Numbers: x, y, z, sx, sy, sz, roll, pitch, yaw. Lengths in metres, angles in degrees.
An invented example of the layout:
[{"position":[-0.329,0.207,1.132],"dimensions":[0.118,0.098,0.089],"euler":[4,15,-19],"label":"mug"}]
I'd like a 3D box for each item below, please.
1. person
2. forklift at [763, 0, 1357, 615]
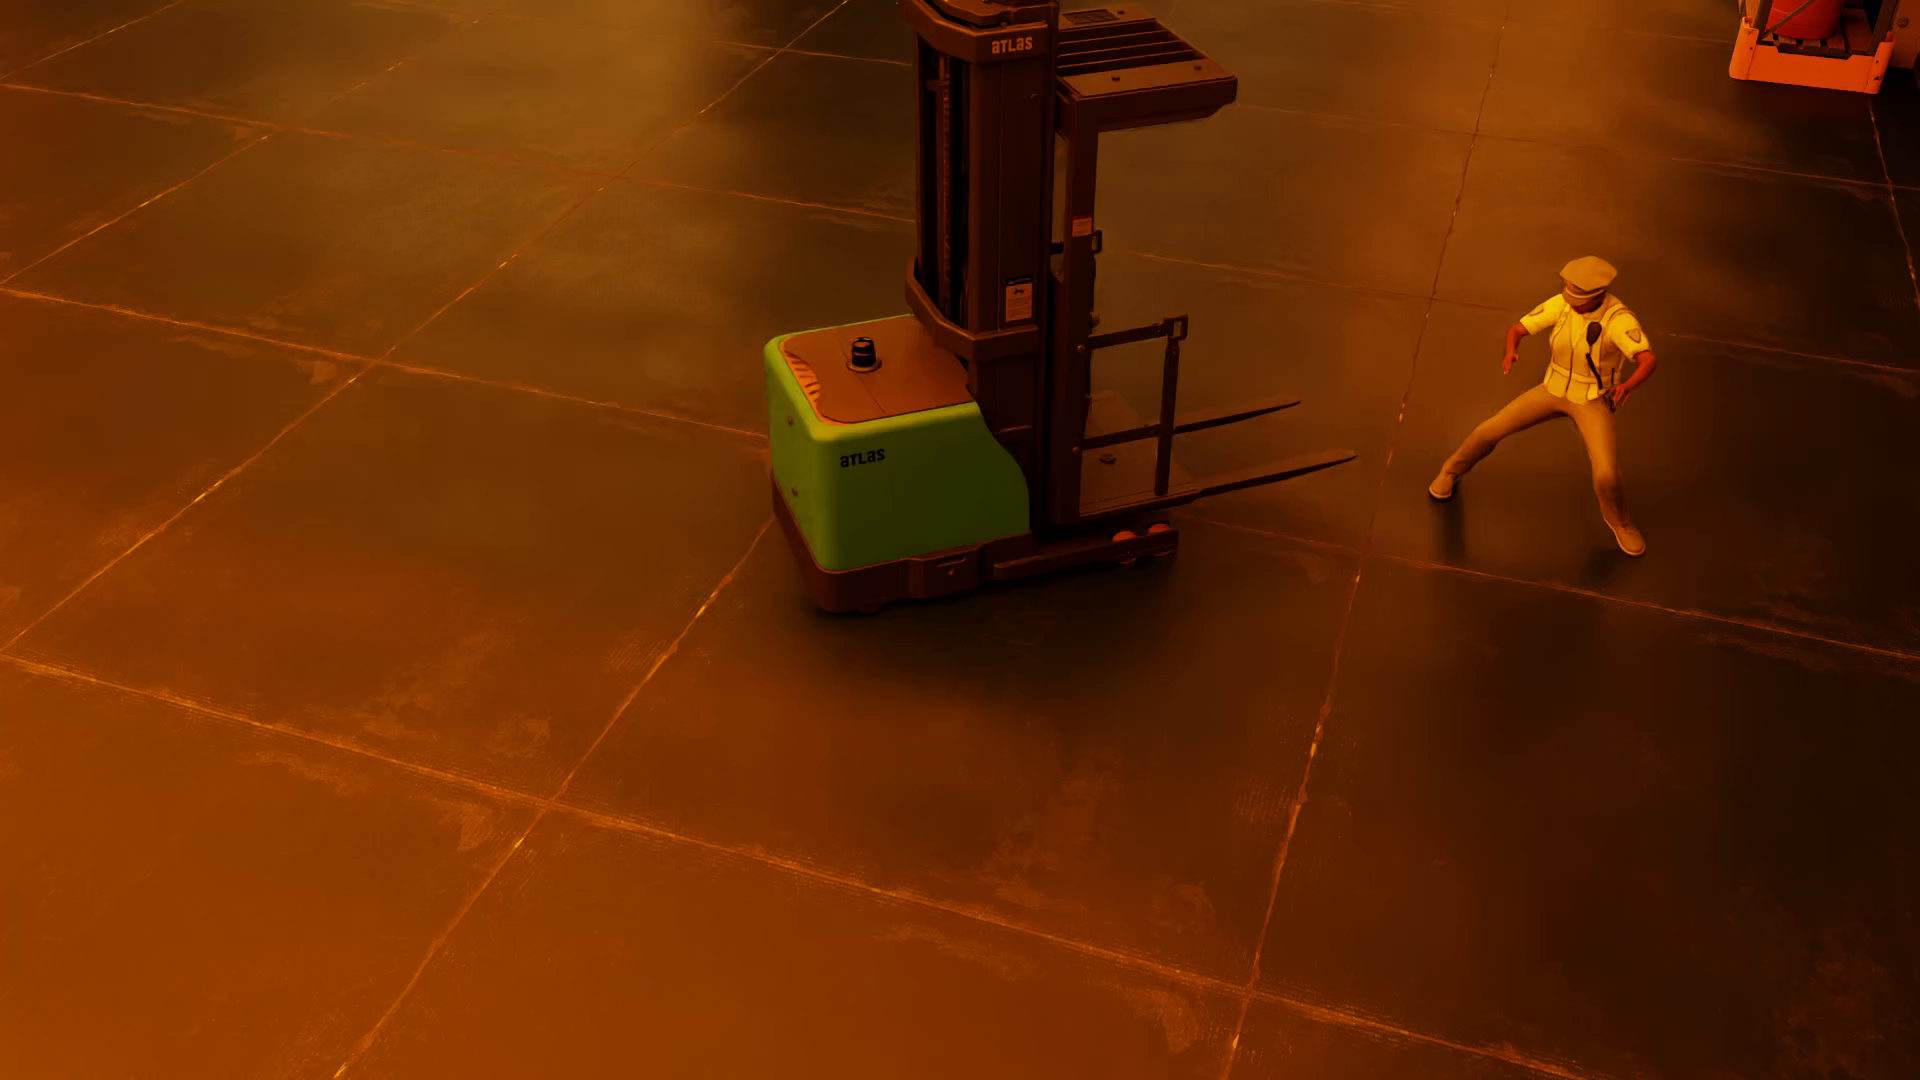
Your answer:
[{"position":[3.047,-0.703,8.393],"dimensions":[0.670,1.438,1.126],"euler":[-24,42,-30],"label":"person"},{"position":[0.590,-1.350,8.015],"dimensions":[3.031,2.935,1.130],"euler":[-12,37,-16],"label":"forklift"}]
